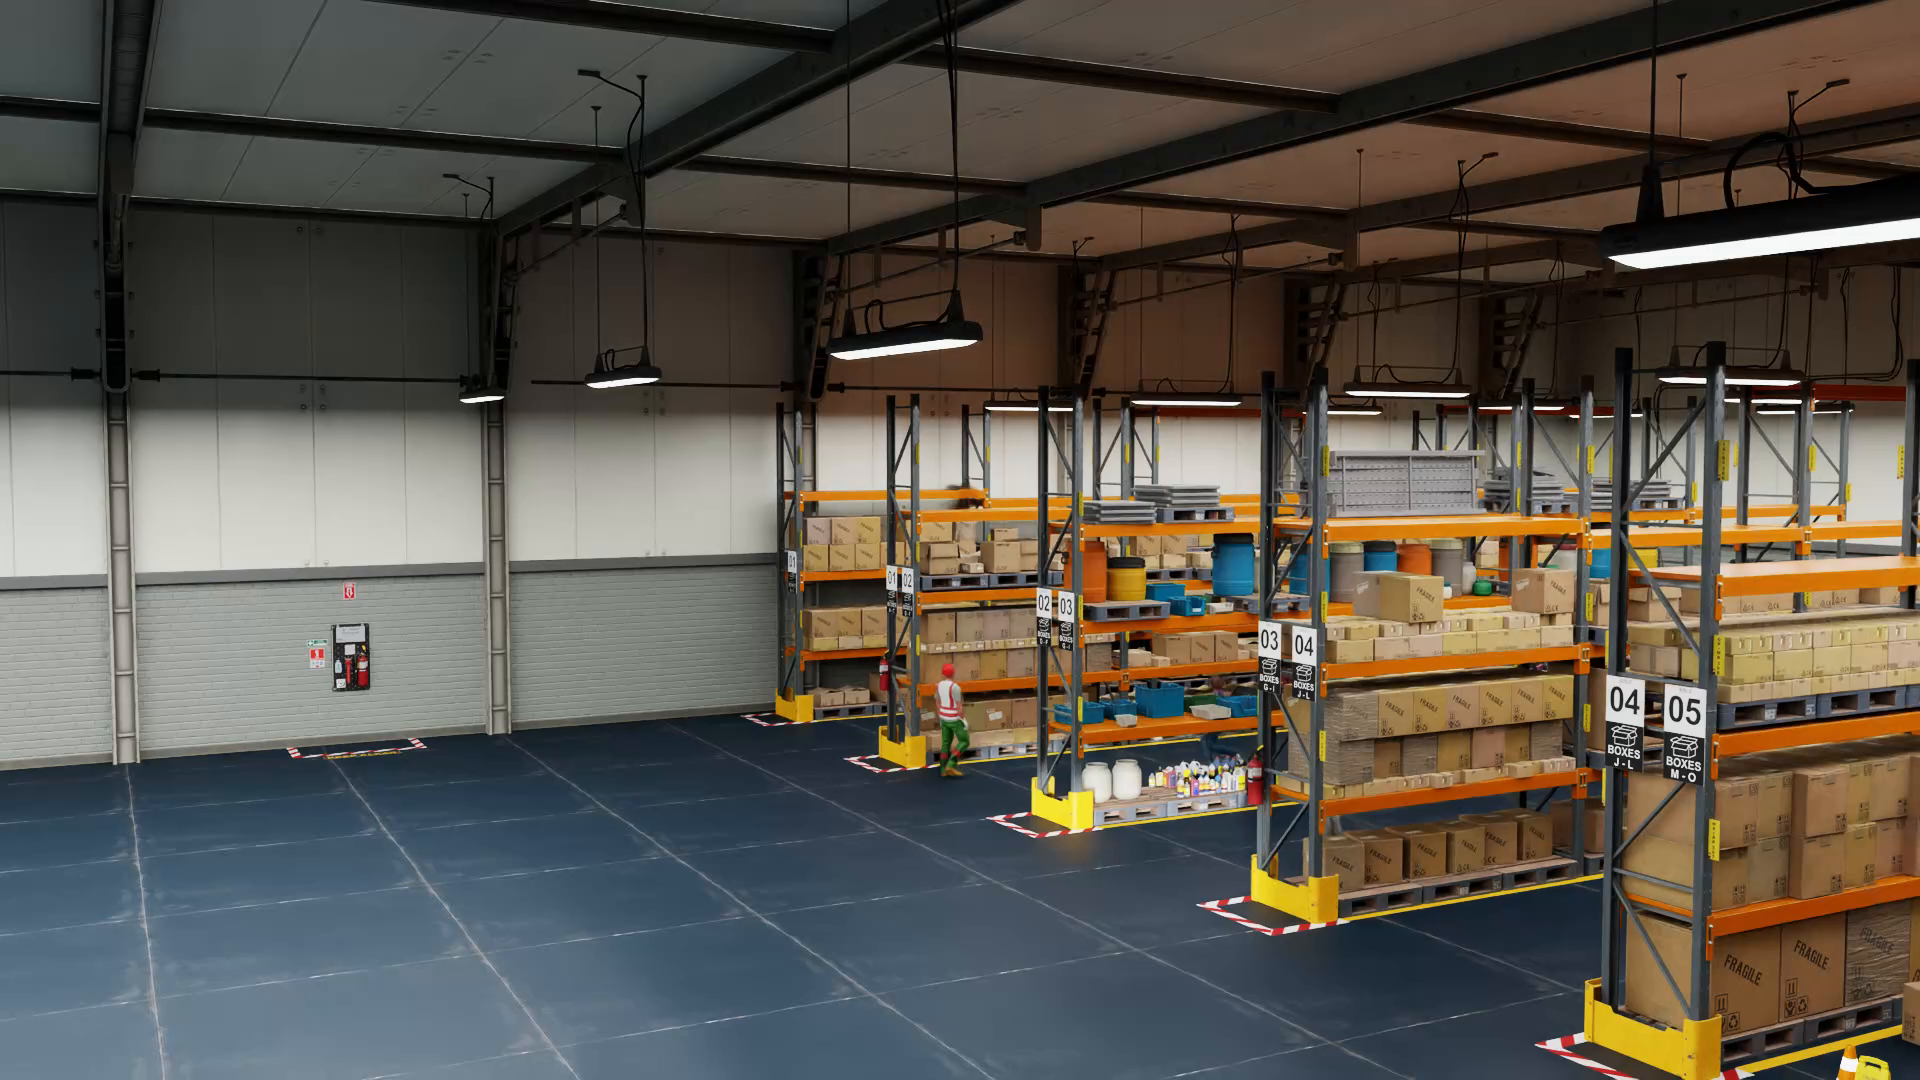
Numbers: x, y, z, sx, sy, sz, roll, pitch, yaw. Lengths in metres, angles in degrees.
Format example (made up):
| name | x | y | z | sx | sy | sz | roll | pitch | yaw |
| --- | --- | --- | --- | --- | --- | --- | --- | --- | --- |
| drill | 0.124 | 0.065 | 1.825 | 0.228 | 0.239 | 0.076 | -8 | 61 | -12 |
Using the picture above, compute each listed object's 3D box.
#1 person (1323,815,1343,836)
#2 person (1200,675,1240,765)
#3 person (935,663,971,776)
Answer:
| name | x | y | z | sx | sy | sz | roll | pitch | yaw |
| --- | --- | --- | --- | --- | --- | --- | --- | --- | --- |
| person | 4.633 | 3.096 | 20.936 | 0.446 | 1.768 | 0.677 | 2 | 4 | 34 |
| person | 4.057 | 2.891 | 26.138 | 0.674 | 1.557 | 0.429 | 0 | 3 | -4 |
| person | -0.135 | 2.798 | 25.884 | 0.422 | 1.783 | 0.562 | -2 | 4 | -31 |
